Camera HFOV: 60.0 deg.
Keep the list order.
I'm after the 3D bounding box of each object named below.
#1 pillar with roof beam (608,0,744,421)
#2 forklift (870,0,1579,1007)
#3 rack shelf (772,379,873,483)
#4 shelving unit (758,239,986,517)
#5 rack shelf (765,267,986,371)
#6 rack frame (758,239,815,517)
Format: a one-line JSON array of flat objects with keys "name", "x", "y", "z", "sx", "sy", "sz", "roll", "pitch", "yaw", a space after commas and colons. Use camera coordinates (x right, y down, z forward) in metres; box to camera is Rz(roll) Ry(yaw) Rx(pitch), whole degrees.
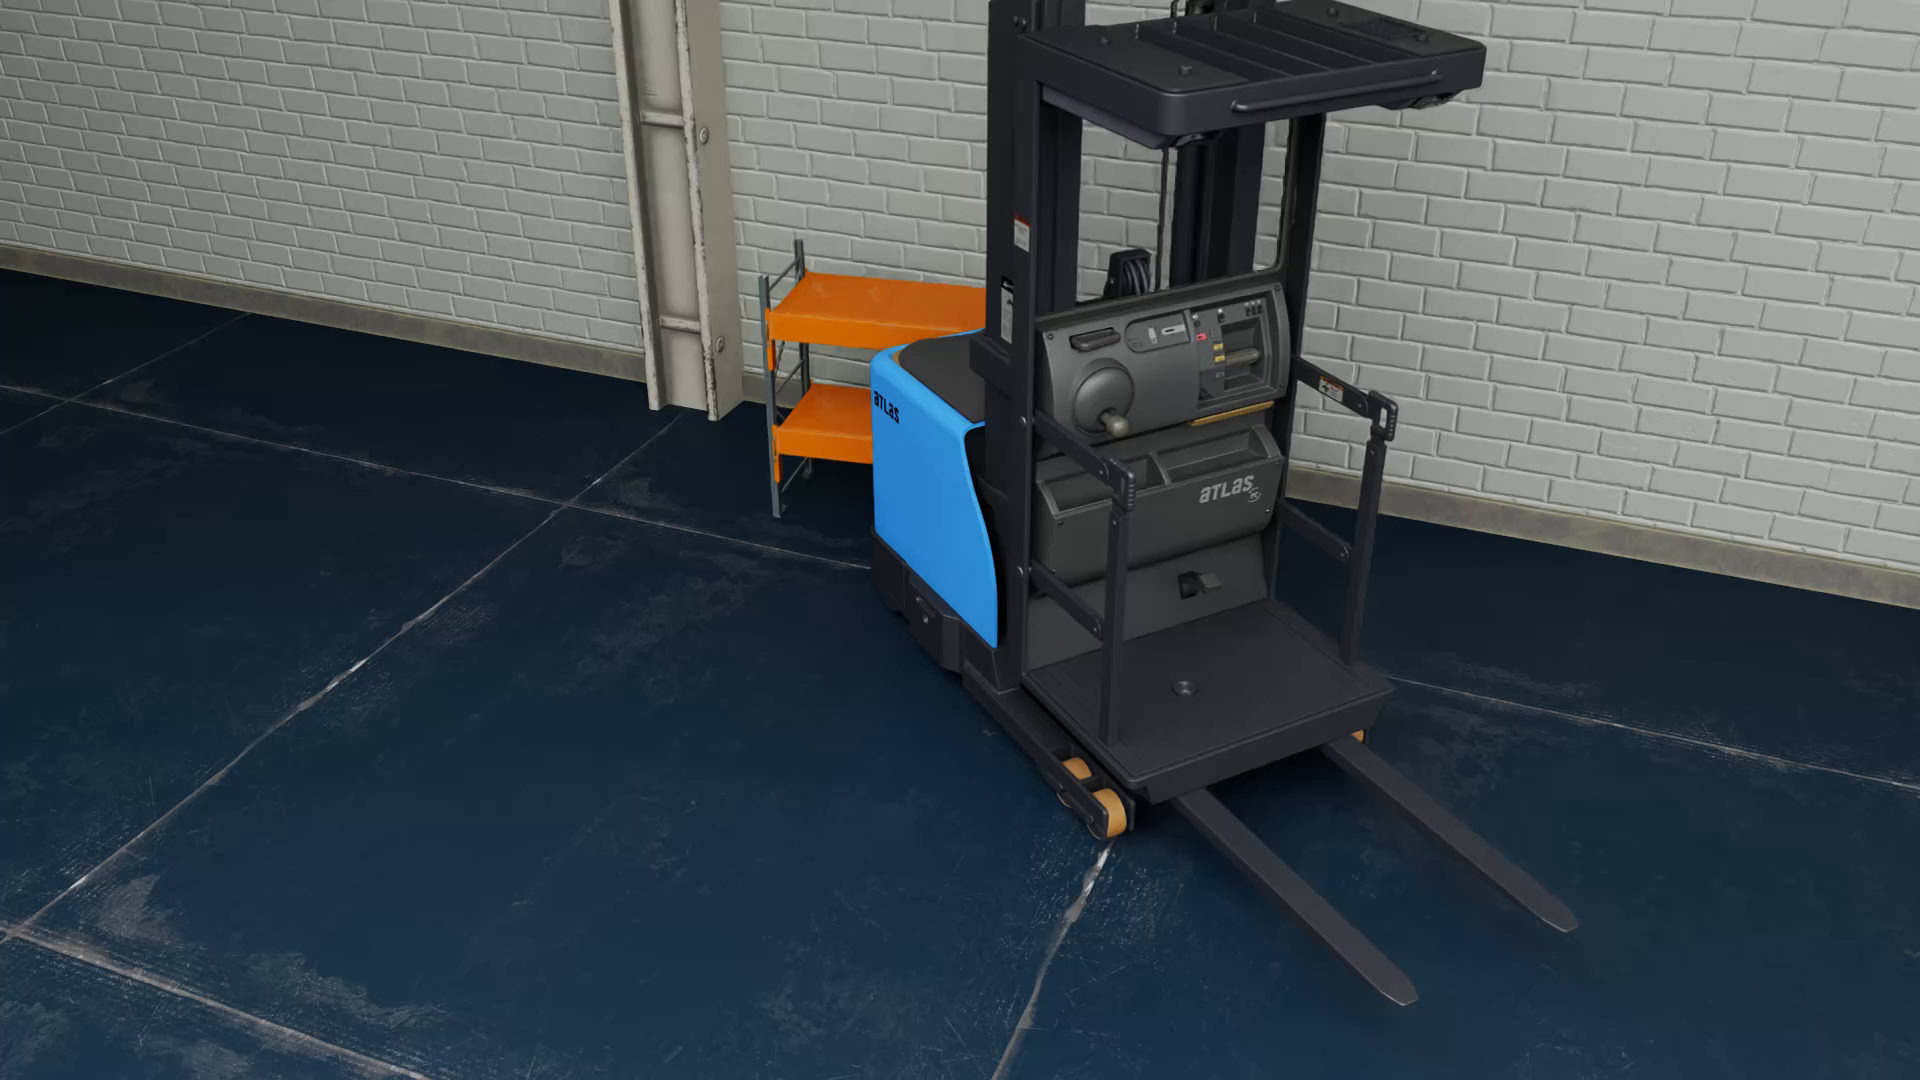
[{"name": "pillar with roof beam", "x": -2.956, "y": -2.654, "z": 2.800, "sx": 0.400, "sy": 9.000, "sz": 9.100, "roll": 11, "pitch": 31, "yaw": 19}, {"name": "forklift", "x": 0.784, "y": -0.541, "z": 5.229, "sx": 1.130, "sy": 2.935, "sz": 3.031, "roll": -15, "pitch": 33, "yaw": -24}, {"name": "rack shelf", "x": -0.268, "y": -0.439, "z": 7.381, "sx": 1.000, "sy": 0.278, "sz": 0.538, "roll": 7, "pitch": 30, "yaw": 12}, {"name": "shelving unit", "x": -0.268, "y": -0.652, "z": 7.261, "sx": 1.048, "sy": 1.125, "sz": 0.538, "roll": 7, "pitch": 30, "yaw": 12}, {"name": "rack shelf", "x": -0.268, "y": -0.907, "z": 7.117, "sx": 1.000, "sy": 0.278, "sz": 0.538, "roll": 7, "pitch": 30, "yaw": 12}, {"name": "rack frame", "x": -0.762, "y": -0.712, "z": 7.367, "sx": 0.032, "sy": 1.125, "sz": 0.500, "roll": 7, "pitch": 30, "yaw": 12}]
